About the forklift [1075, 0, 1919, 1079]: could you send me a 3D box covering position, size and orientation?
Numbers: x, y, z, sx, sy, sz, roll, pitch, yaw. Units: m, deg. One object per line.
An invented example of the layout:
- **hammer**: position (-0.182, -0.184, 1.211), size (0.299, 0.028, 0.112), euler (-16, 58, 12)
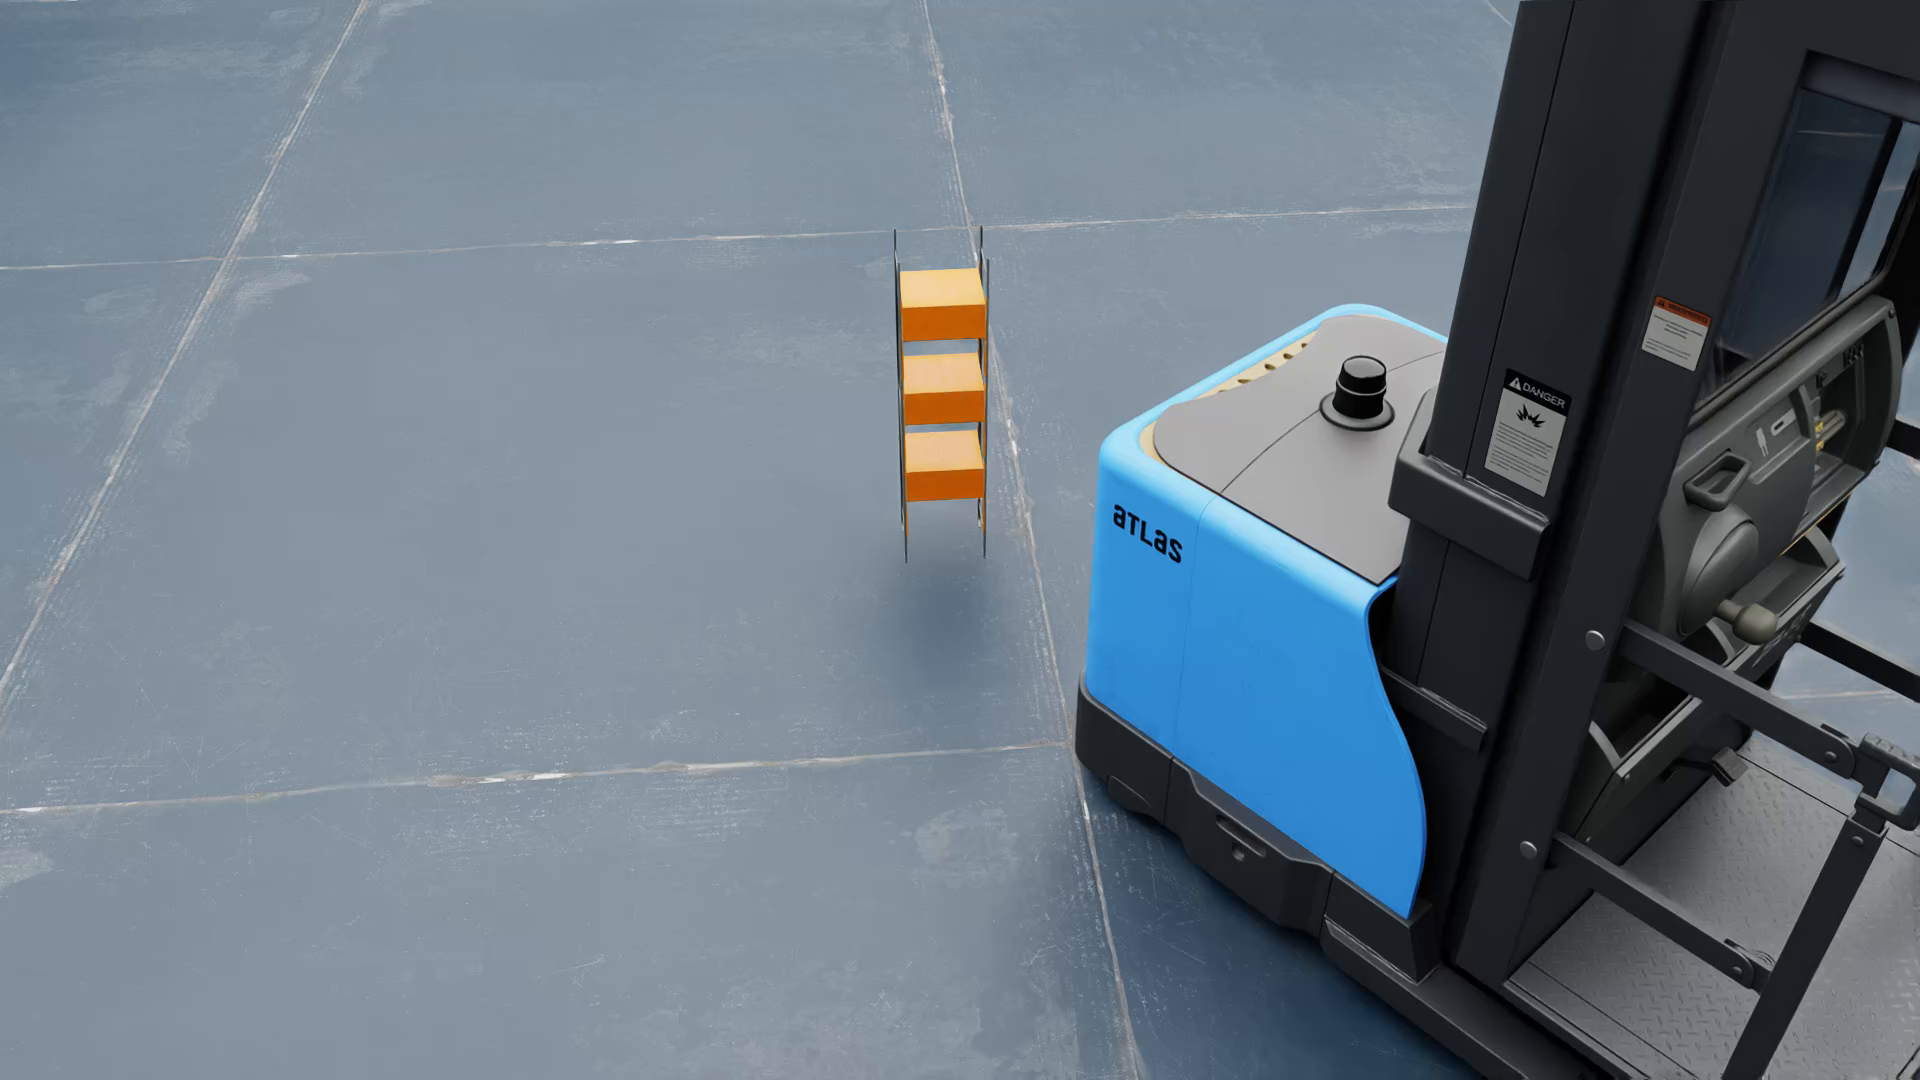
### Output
- **forklift**: position (1.672, -0.072, 2.975), size (1.130, 2.935, 3.031), euler (-30, 47, -32)

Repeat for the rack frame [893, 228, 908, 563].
- **rack frame**: position (-0.175, -0.403, 4.913), size (0.008, 1.050, 0.200), euler (-3, 38, -4)

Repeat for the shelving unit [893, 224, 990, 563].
- **shelving unit**: position (-0.053, -0.409, 4.921), size (0.252, 1.050, 0.215), euler (-3, 38, -4)

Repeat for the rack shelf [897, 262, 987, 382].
- **rack shelf**: position (-0.053, -0.624, 4.752), size (0.240, 0.259, 0.215), euler (-3, 38, -4)

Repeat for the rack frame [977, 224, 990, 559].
- **rack frame**: position (0.068, -0.416, 4.930), size (0.008, 1.050, 0.200), euler (-3, 38, -4)

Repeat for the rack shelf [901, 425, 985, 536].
- **rack shelf**: position (-0.053, -0.183, 5.100), size (0.240, 0.259, 0.215), euler (-3, 38, -4)

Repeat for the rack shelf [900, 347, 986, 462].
- **rack shelf**: position (-0.053, -0.401, 4.928), size (0.240, 0.259, 0.215), euler (-3, 38, -4)
